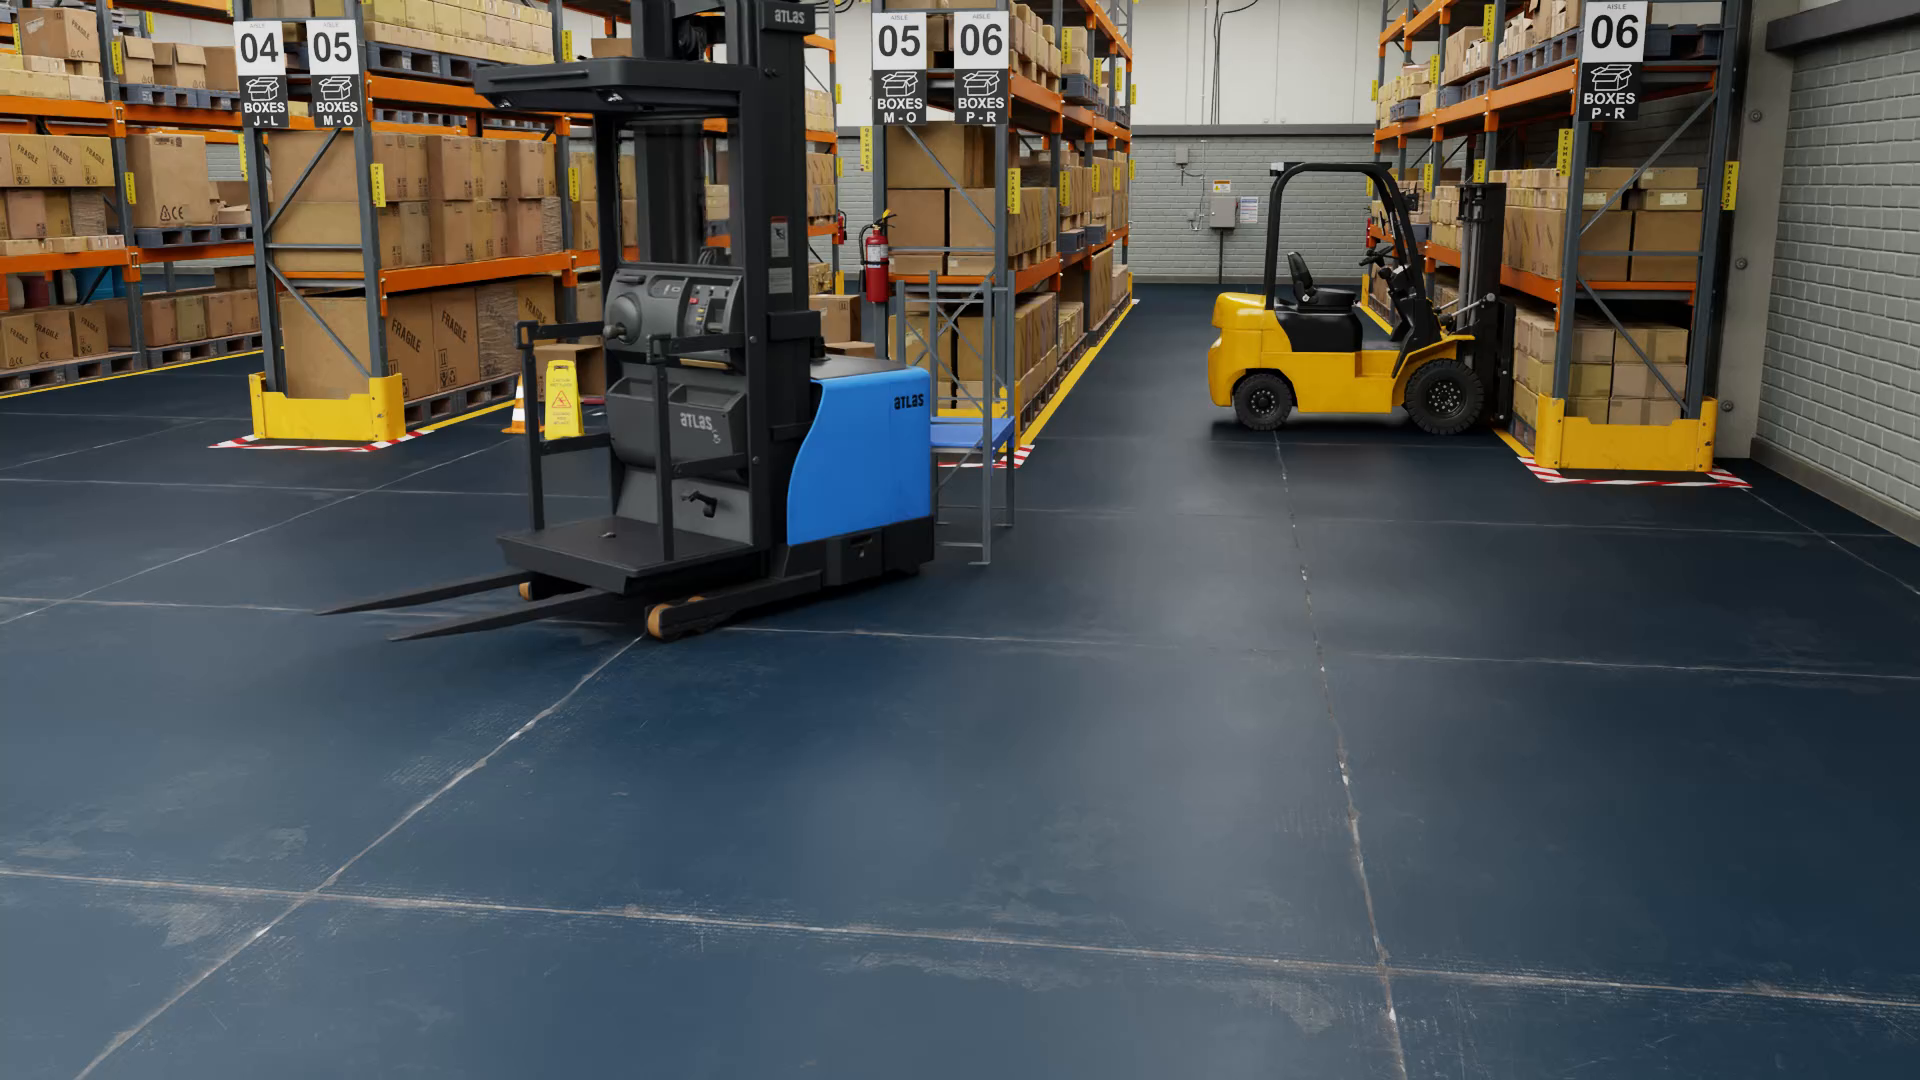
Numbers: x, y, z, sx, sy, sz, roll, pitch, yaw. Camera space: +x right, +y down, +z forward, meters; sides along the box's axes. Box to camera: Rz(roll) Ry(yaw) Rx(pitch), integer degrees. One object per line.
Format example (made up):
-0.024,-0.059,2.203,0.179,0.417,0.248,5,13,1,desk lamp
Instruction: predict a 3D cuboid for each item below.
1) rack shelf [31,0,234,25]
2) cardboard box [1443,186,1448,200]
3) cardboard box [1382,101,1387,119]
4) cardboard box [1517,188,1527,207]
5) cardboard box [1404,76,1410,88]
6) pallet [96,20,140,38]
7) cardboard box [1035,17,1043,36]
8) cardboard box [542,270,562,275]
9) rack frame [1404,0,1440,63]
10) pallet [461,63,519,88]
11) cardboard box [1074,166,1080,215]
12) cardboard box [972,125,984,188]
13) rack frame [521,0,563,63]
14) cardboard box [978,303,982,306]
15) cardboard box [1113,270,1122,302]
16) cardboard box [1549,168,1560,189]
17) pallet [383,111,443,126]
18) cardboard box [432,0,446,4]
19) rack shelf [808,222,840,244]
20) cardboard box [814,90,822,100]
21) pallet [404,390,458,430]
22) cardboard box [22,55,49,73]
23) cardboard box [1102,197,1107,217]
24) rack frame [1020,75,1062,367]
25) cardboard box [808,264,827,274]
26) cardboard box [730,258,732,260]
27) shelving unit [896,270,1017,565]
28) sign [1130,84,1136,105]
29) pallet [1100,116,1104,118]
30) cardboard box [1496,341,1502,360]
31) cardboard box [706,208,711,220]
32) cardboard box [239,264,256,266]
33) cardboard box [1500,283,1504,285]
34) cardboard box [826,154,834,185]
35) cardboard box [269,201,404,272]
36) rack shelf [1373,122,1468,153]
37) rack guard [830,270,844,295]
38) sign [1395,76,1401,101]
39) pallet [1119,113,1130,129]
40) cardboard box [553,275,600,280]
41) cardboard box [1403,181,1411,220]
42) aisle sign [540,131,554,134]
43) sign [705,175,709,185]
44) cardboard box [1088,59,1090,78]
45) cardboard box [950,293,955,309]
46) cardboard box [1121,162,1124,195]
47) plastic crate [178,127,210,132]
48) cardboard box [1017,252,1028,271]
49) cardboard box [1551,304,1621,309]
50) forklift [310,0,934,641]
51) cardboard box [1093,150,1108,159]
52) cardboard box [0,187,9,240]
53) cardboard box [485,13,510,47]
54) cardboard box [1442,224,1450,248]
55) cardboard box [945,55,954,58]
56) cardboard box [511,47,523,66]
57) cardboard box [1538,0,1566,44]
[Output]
-9.013,-6.119,19.181,1.077,0.370,4.000,2,12,9,rack shelf
5.598,-3.867,18.542,0.380,0.149,0.250,2,12,10,cardboard box
6.735,-6.576,25.416,0.500,0.250,0.500,2,12,7,cardboard box
4.810,-2.822,13.693,0.380,0.149,0.250,2,12,7,cardboard box
6.063,-6.032,21.900,0.380,0.149,0.250,2,12,8,cardboard box
-13.081,-7.614,24.862,1.003,0.211,1.213,2,12,9,pallet
0.494,-4.330,14.049,0.380,0.149,0.250,2,12,9,cardboard box
-7.494,-4.846,28.904,0.875,0.875,0.875,2,12,9,cardboard box
6.607,-7.434,22.626,1.000,3.000,0.127,2,12,9,rack frame
-4.571,-4.388,15.825,1.003,0.211,1.213,2,12,9,pallet
0.993,-3.690,17.557,0.500,0.500,0.500,2,12,8,cardboard box
-0.196,-3.065,13.277,0.700,0.500,0.500,2,12,9,cardboard box
-4.435,-6.068,16.288,1.000,3.000,0.127,2,12,9,rack frame
-0.038,-1.890,14.891,0.500,0.500,0.500,3,12,12,cardboard box
2.042,-3.927,25.682,0.875,0.438,0.875,2,12,7,cardboard box
4.629,-2.703,12.434,0.380,0.149,0.250,2,12,10,cardboard box
-8.182,-6.162,24.302,0.805,0.209,1.217,1,12,6,pallet
-4.527,-4.561,13.885,0.380,0.149,0.250,2,12,8,cardboard box
-2.897,-4.865,26.655,1.077,0.370,4.000,2,12,9,rack shelf
-2.457,-7.226,27.008,0.380,0.149,0.250,2,12,10,cardboard box
-5.005,-1.108,14.134,1.003,0.211,1.213,2,12,9,pallet
-9.187,-4.662,16.294,0.380,0.149,0.250,1,12,7,cardboard box
1.669,-4.413,22.019,0.500,0.250,0.500,2,12,10,cardboard box
0.472,-2.996,16.274,1.000,3.000,0.127,2,12,9,rack frame
-2.430,-4.509,27.652,0.380,0.149,0.250,2,12,7,cardboard box
-3.229,-3.770,23.023,0.500,0.250,0.500,1,12,6,cardboard box
-0.006,-0.717,9.261,0.538,1.500,1.048,2,12,8,shelving unit
2.851,-7.334,27.369,0.100,0.325,0.005,2,12,9,sign
1.302,-5.571,21.552,1.003,0.211,1.213,2,12,11,pallet
4.754,-1.536,13.844,0.500,0.250,0.500,2,12,8,cardboard box
-3.469,-4.249,21.688,0.380,0.149,0.250,3,12,11,cardboard box
-8.779,-3.369,21.113,0.500,0.250,0.500,2,12,11,cardboard box
6.380,-3.067,20.002,0.380,0.149,0.250,3,12,12,cardboard box
-2.414,-6.213,27.885,0.500,0.500,0.500,2,12,7,cardboard box
-5.038,-2.454,13.406,0.875,0.550,0.550,2,12,9,cardboard box
6.915,-6.032,24.950,1.077,0.370,4.000,2,12,9,rack shelf
-2.601,-4.395,28.701,1.175,0.500,0.348,2,12,9,rack guard
6.070,-6.236,22.962,0.100,0.325,0.005,2,12,9,sign
2.213,-6.762,26.840,1.003,0.211,1.213,2,12,9,pallet
-4.276,-2.573,18.657,1.050,0.750,0.750,2,12,9,cardboard box
6.111,-4.390,21.512,0.700,0.500,0.500,2,12,8,cardboard box
-7.167,-7.091,29.105,0.394,0.787,0.004,2,12,9,aisle sign
-3.742,-5.239,24.631,0.100,0.325,0.005,2,12,9,sign
1.090,-4.914,17.413,0.500,0.250,0.500,2,12,8,cardboard box
-0.246,-2.014,13.928,0.380,0.149,0.250,2,12,10,cardboard box
2.268,-5.606,25.775,0.500,0.500,0.500,2,12,8,cardboard box
-12.522,-6.795,27.092,0.497,0.269,0.590,2,12,9,plastic crate
0.343,-2.261,13.462,0.380,0.149,0.250,2,12,10,cardboard box
5.338,-1.866,14.188,0.500,0.250,0.500,2,12,9,cardboard box
-1.492,-1.102,7.652,1.130,2.935,3.031,11,16,41,forklift
2.007,-5.573,24.083,0.380,0.149,0.250,2,12,8,cardboard box
-9.658,-3.106,15.844,0.875,0.500,0.500,2,12,9,cardboard box
-4.414,-4.608,15.049,0.500,0.250,0.500,2,12,8,cardboard box
5.528,-3.298,18.035,0.500,0.250,0.500,1,12,7,cardboard box
-0.239,-3.921,13.097,0.500,0.250,0.500,2,12,8,cardboard box
-4.291,-4.487,15.436,0.380,0.149,0.250,2,12,9,cardboard box
4.845,-4.082,12.724,0.700,0.500,0.500,2,12,9,cardboard box
